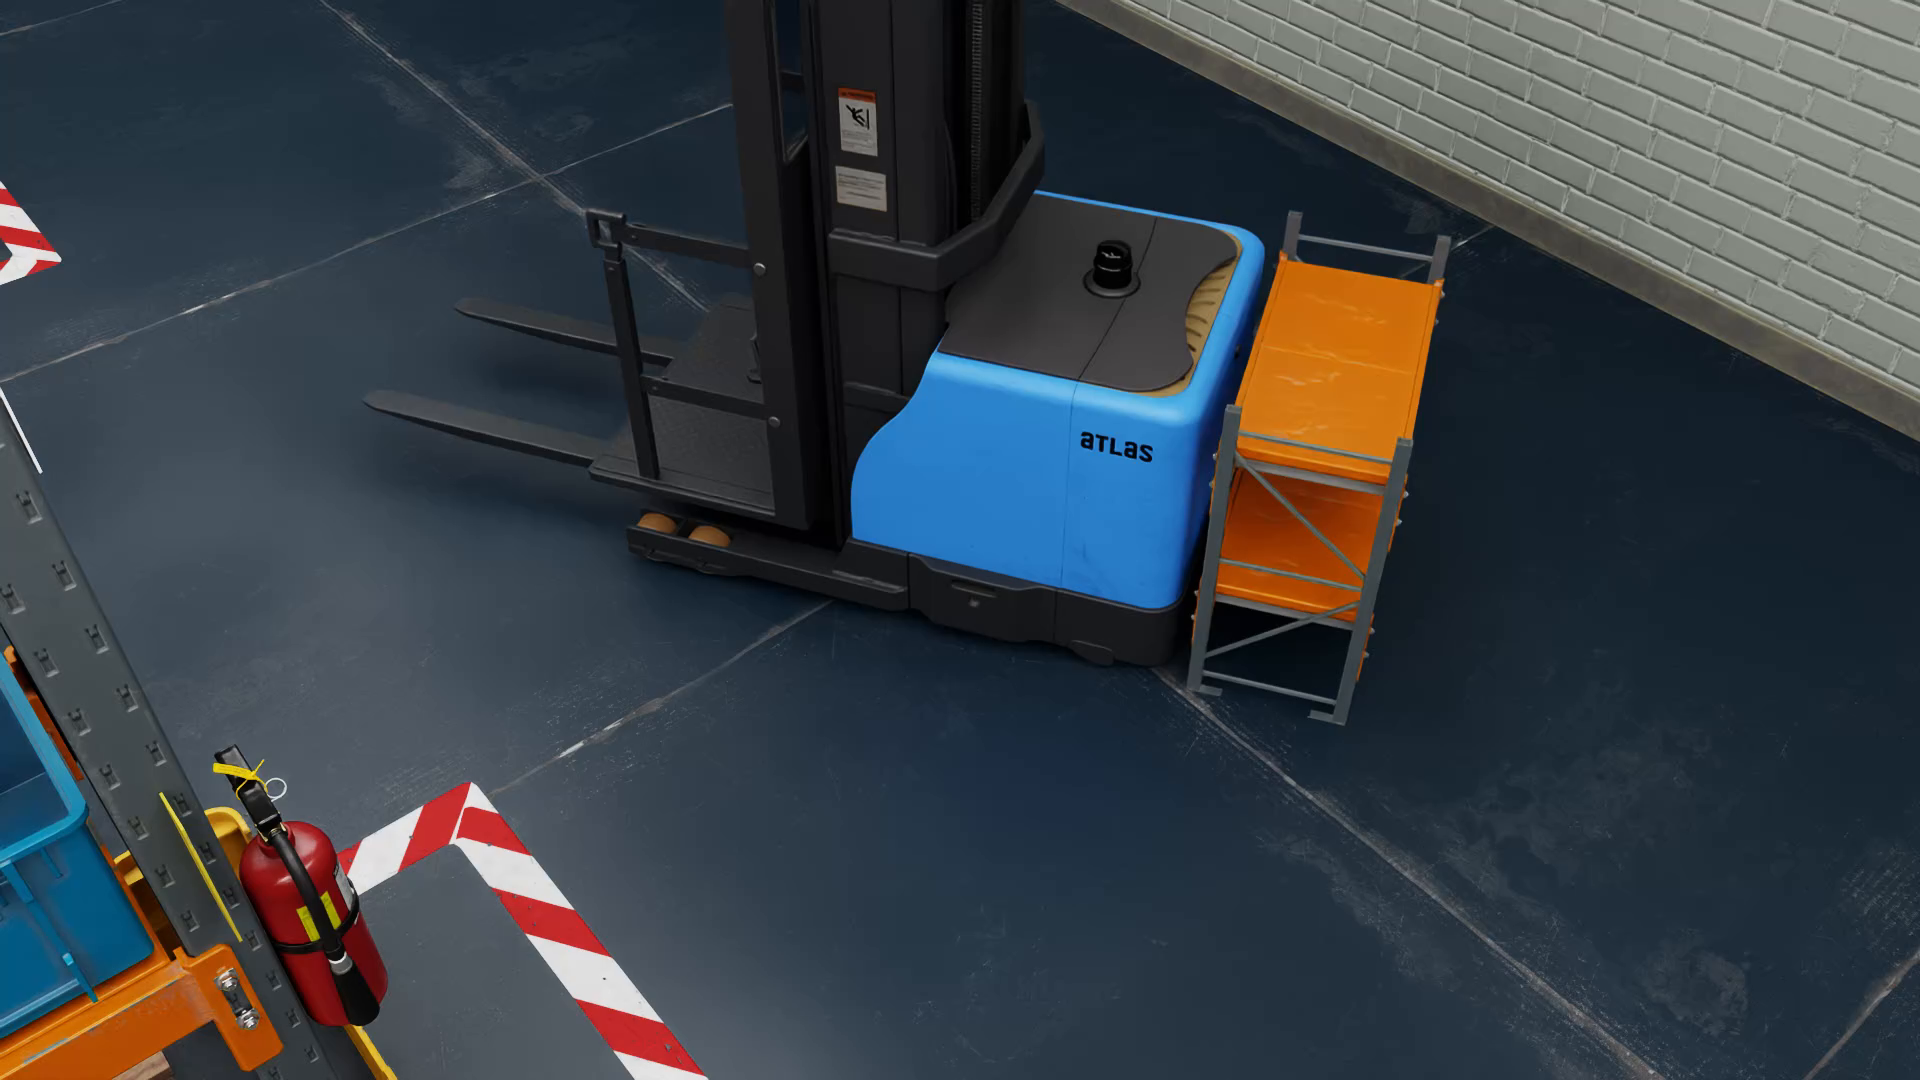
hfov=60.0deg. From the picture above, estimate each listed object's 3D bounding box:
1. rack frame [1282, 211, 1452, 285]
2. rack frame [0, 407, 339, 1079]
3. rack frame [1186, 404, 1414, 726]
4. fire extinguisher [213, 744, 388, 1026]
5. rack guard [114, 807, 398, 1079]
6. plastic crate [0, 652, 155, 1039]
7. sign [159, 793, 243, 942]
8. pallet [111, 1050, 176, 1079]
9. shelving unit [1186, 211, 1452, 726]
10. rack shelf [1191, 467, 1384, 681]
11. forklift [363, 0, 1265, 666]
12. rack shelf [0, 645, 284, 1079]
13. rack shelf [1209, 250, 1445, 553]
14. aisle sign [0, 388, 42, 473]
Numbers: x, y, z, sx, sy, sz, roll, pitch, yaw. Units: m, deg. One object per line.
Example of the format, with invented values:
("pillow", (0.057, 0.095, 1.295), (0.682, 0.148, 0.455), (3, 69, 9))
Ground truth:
("rack frame", (1.264, -0.560, 5.525), (0.500, 1.125, 0.032), (12, 45, 13))
("rack frame", (-1.660, 0.340, 3.197), (0.127, 3.000, 1.000), (-30, 51, -28))
("rack frame", (0.956, 0.103, 4.818), (0.500, 1.125, 0.032), (12, 45, 13))
("fire extinguisher", (-1.253, 0.677, 3.167), (0.183, 0.674, 0.296), (-30, 51, -28))
("rack guard", (-1.650, 1.234, 4.071), (0.348, 0.500, 1.175), (-30, 51, -28))
("plastic crate", (-1.797, 0.551, 2.903), (0.499, 0.435, 0.616), (-30, 51, -28))
("sign", (-1.295, 0.563, 2.841), (0.005, 0.325, 0.100), (-30, 51, -28))
("pallet", (-2.318, 1.699, 3.787), (1.213, 0.211, 1.003), (-30, 51, -28))
("shelving unit", (1.110, -0.228, 5.172), (0.538, 1.125, 1.048), (12, 45, 13))
("rack shelf", (1.110, -0.050, 5.339), (0.538, 0.278, 1.000), (12, 45, 13))
("forklift", (-0.603, -1.279, 4.971), (3.031, 2.935, 1.130), (13, 45, 14))
("rack shelf", (-3.194, 1.481, 2.507), (4.000, 0.370, 1.077), (-30, 51, -28))
("rack shelf", (1.110, -0.442, 4.971), (0.538, 0.278, 1.000), (12, 45, 13))
("aisle sign", (-1.417, -0.485, 2.176), (0.004, 0.787, 0.394), (-30, 51, -28))
